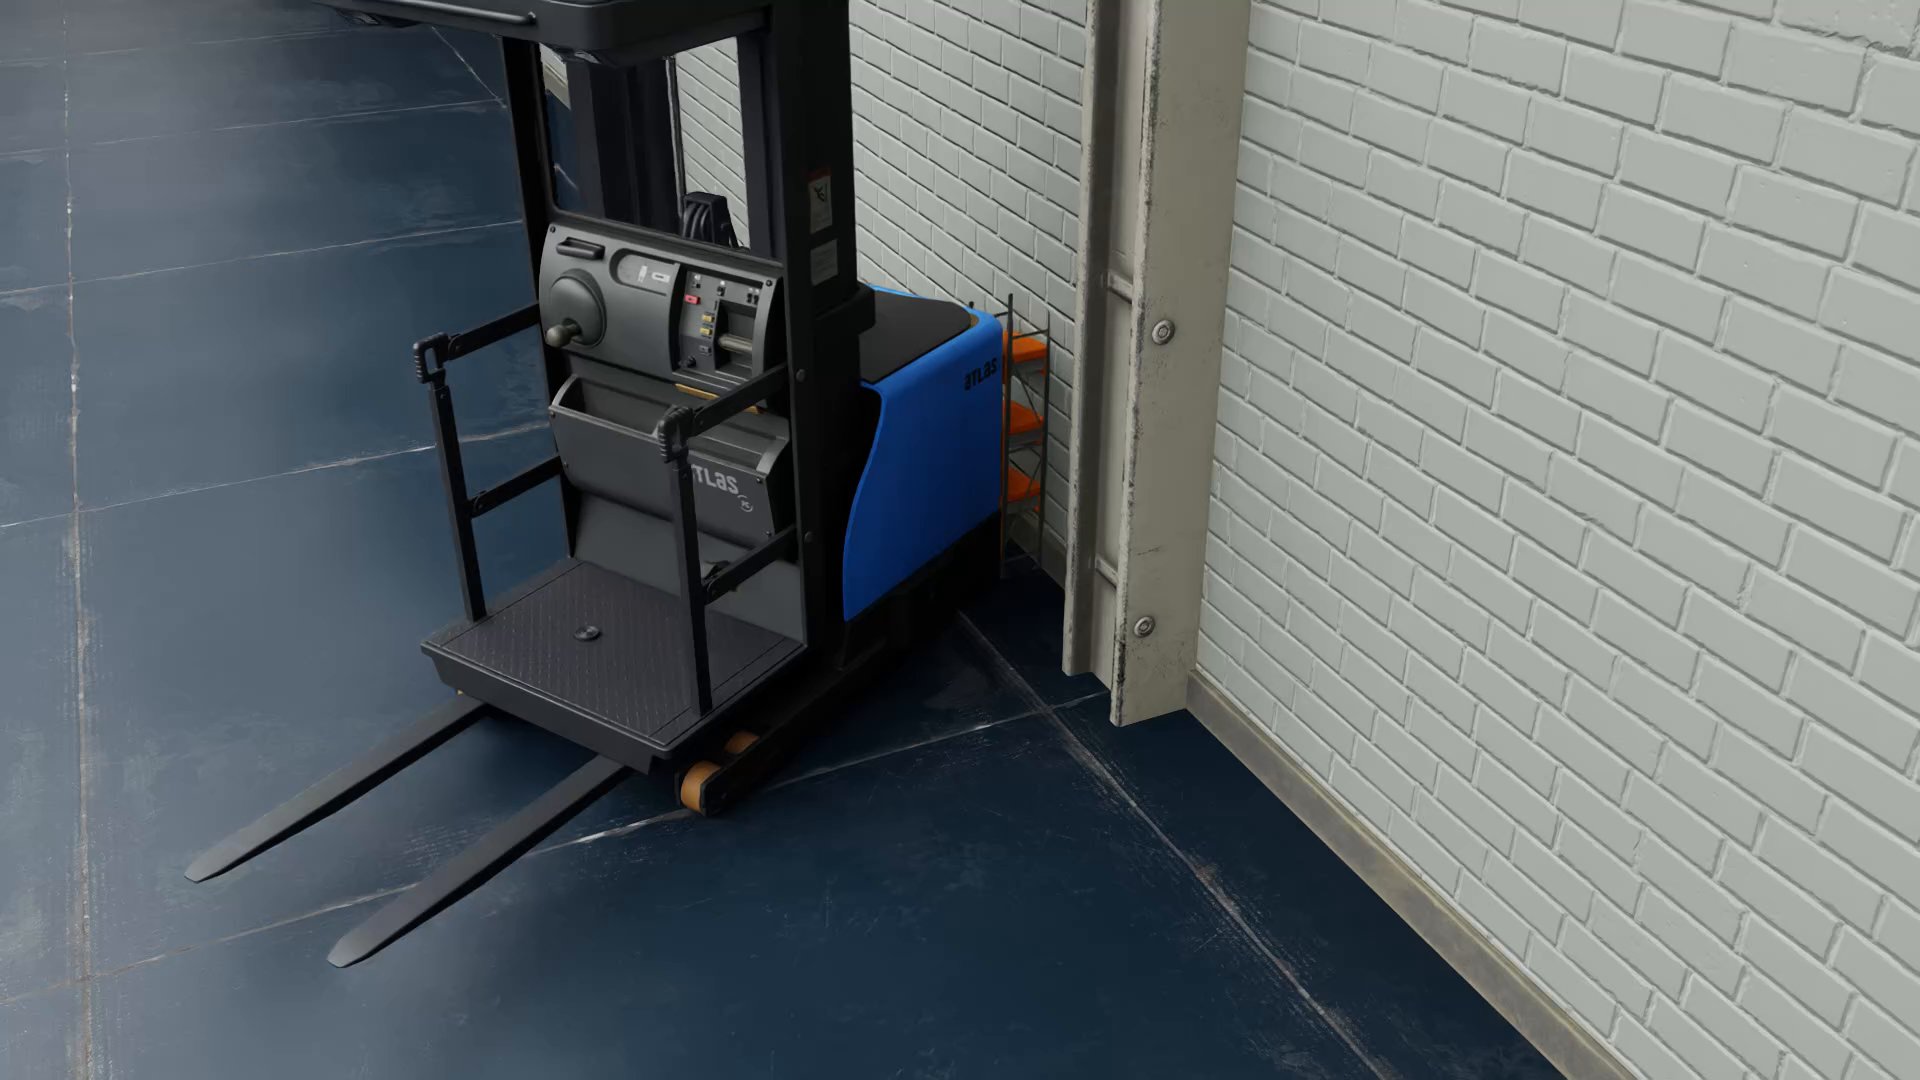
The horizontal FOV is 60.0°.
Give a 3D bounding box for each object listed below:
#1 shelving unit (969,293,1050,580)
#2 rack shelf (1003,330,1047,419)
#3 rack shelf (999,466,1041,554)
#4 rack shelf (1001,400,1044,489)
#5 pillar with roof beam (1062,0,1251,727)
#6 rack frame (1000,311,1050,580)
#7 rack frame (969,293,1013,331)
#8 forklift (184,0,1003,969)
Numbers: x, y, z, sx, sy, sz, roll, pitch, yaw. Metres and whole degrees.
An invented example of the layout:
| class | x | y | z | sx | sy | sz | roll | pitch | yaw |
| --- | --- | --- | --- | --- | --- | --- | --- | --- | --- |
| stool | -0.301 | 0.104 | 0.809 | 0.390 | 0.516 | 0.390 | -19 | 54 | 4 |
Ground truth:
| class | x | y | z | sx | sy | sz | roll | pitch | yaw |
| --- | --- | --- | --- | --- | --- | --- | --- | --- | --- |
| shelving unit | 0.177 | -0.388 | 6.355 | 0.215 | 1.050 | 0.252 | -16 | 31 | -32 |
| rack shelf | 0.182 | -0.634 | 6.236 | 0.215 | 0.259 | 0.240 | -16 | 31 | -32 |
| rack shelf | 0.171 | -0.129 | 6.481 | 0.215 | 0.259 | 0.240 | -16 | 31 | -32 |
| rack shelf | 0.177 | -0.379 | 6.359 | 0.215 | 0.259 | 0.240 | -16 | 31 | -32 |
| pillar with roof beam | -3.303 | -2.507 | 2.021 | 9.100 | 9.000 | 0.400 | -13 | 32 | -22 |
| rack frame | 0.248 | -0.344 | 6.266 | 0.200 | 1.050 | 0.008 | -16 | 31 | -32 |
| rack frame | 0.106 | -0.433 | 6.444 | 0.200 | 1.050 | 0.008 | -16 | 31 | -32 |
| forklift | -1.056 | -0.682 | 4.969 | 1.130 | 2.935 | 3.031 | 18 | 34 | 29 |
